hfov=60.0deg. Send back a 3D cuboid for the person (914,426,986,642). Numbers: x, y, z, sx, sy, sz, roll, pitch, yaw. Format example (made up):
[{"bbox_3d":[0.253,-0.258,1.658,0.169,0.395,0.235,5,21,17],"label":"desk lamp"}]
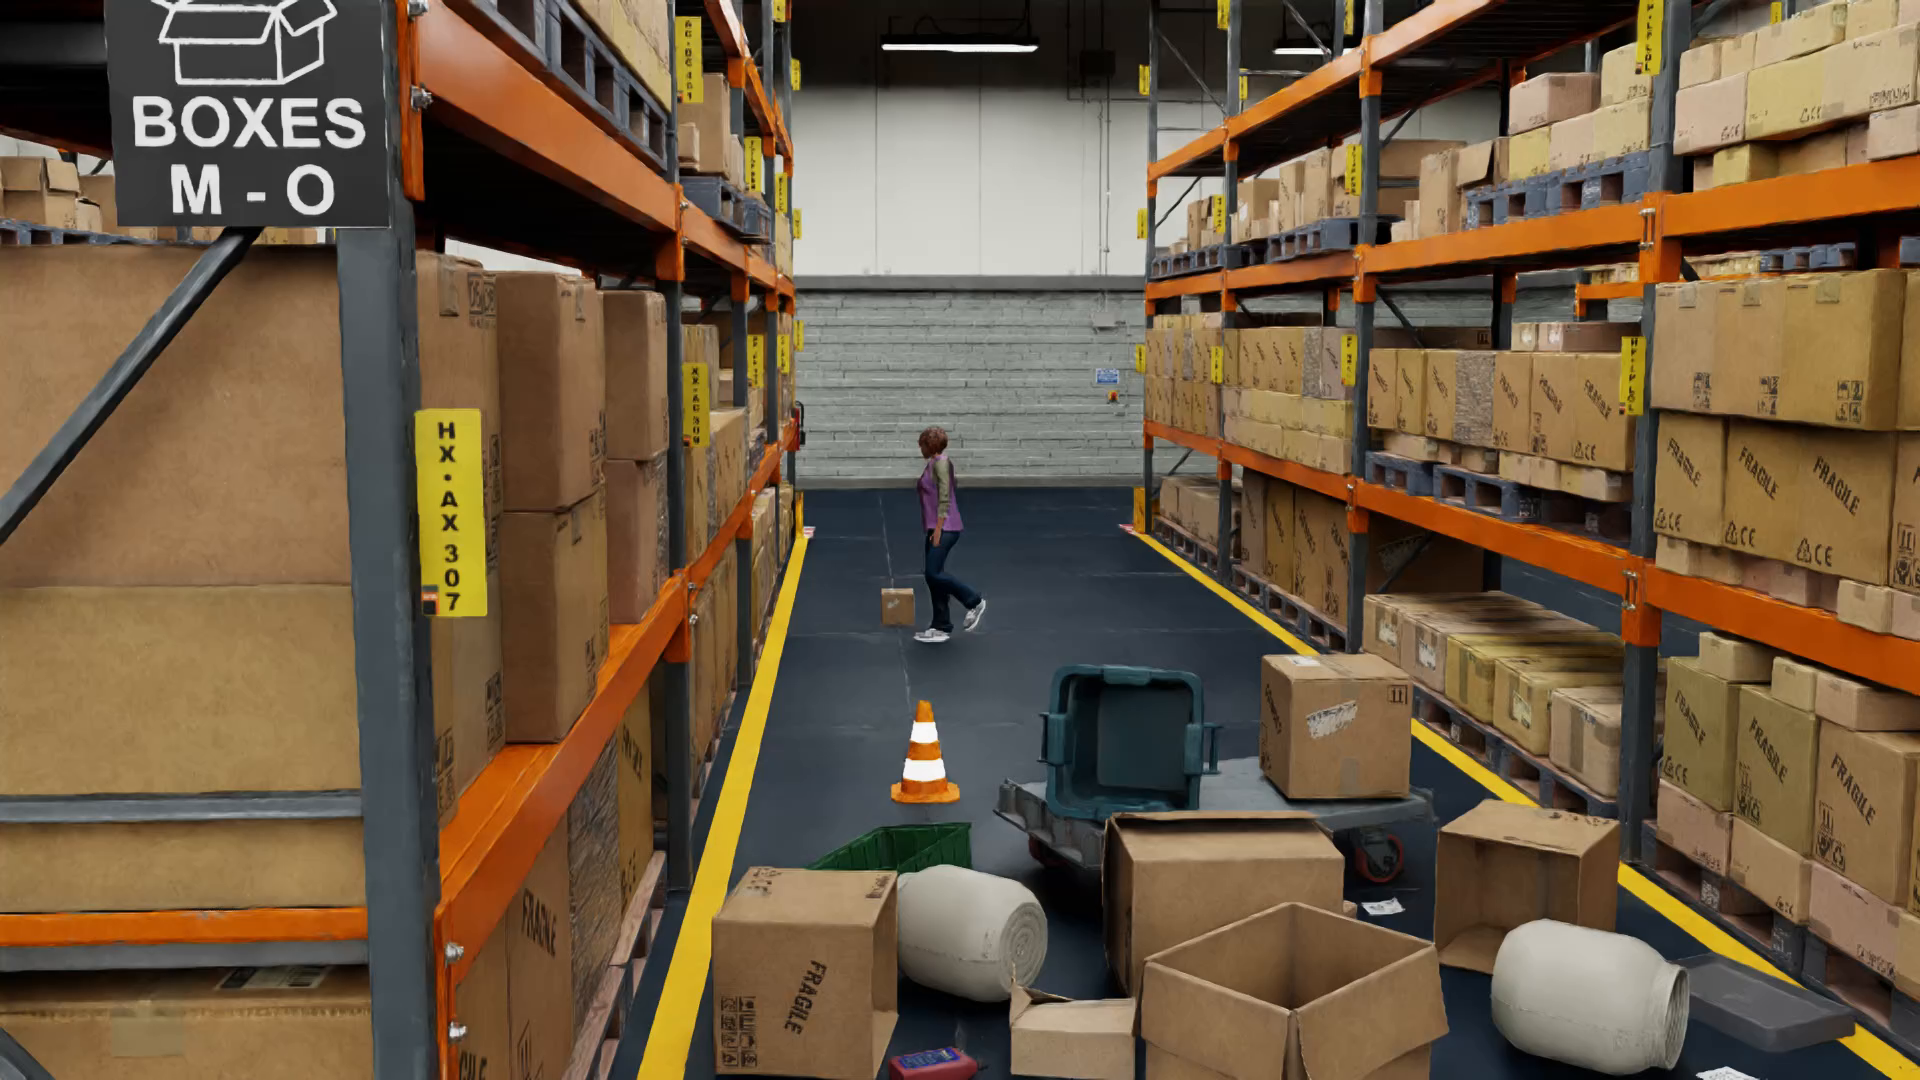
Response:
[{"bbox_3d":[-0.099,-0.051,12.271,0.545,1.571,0.463,-2,7,-13],"label":"person"}]
